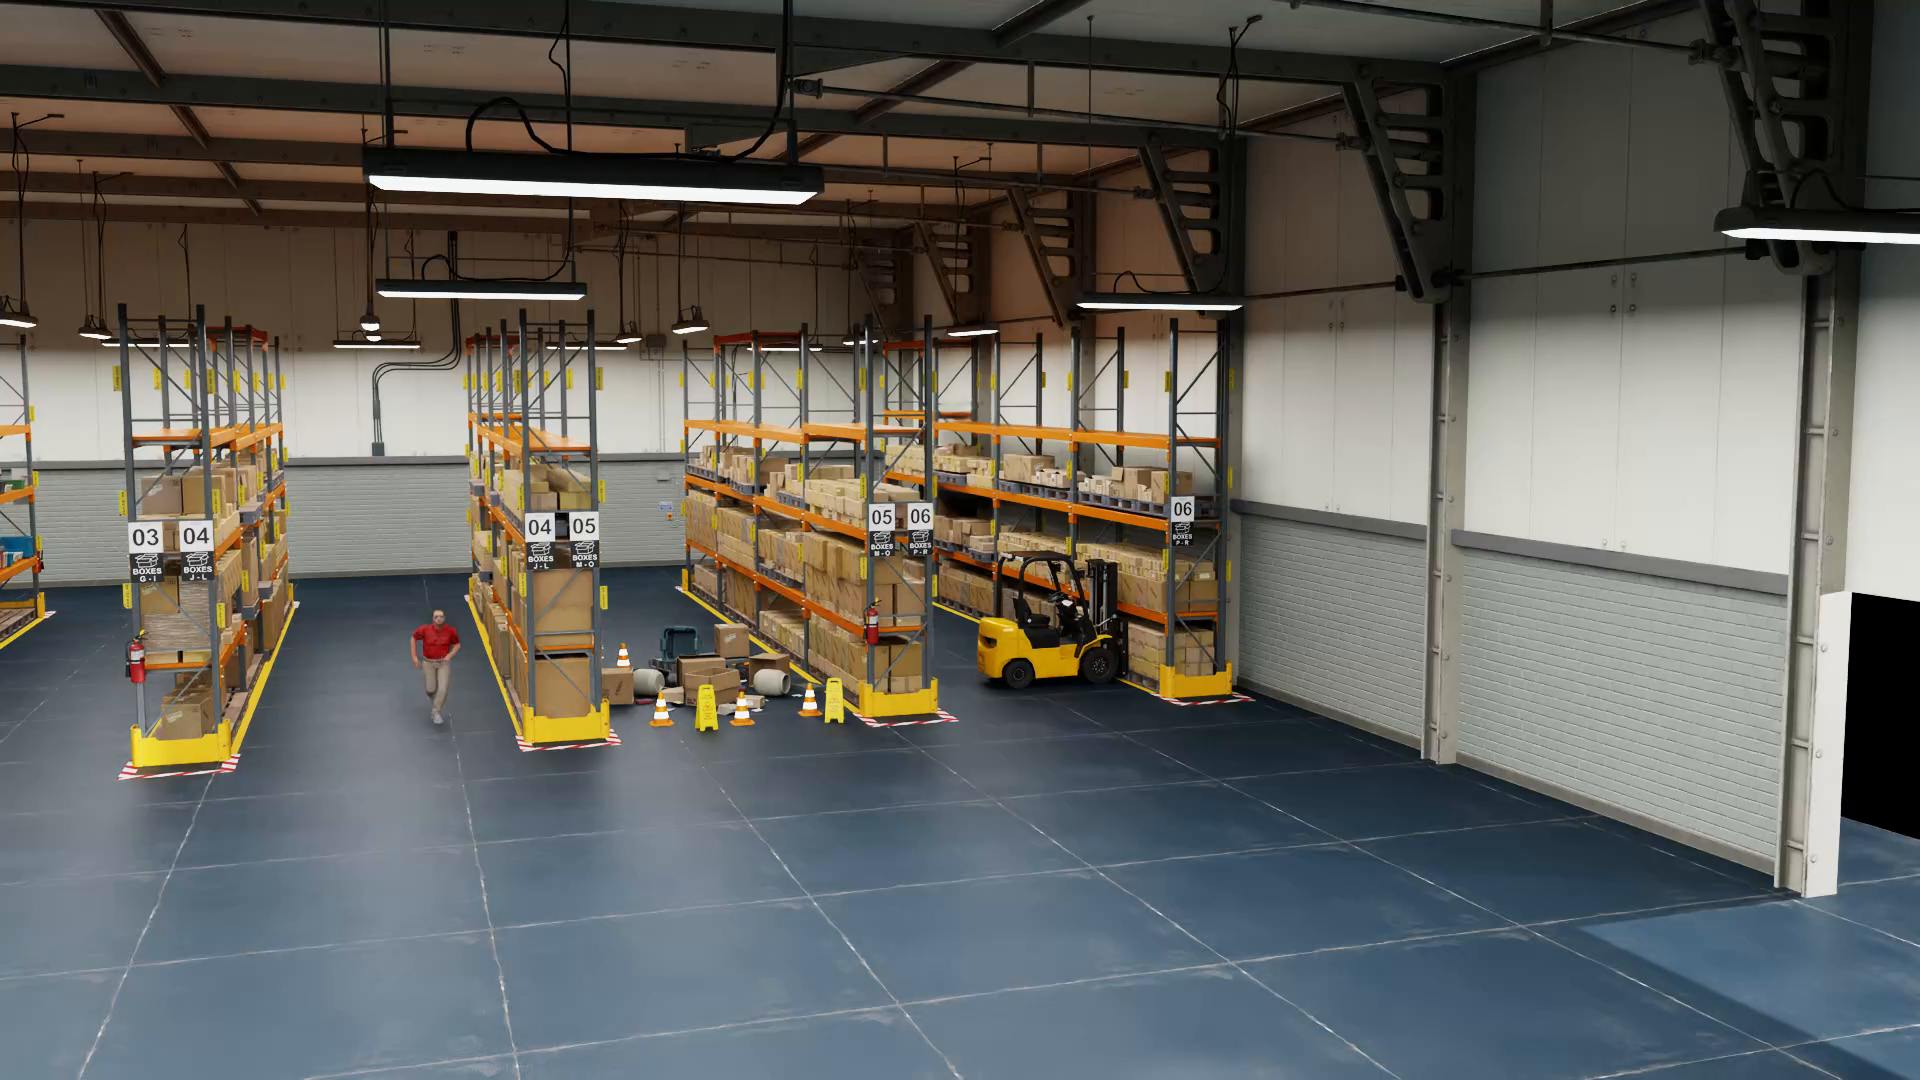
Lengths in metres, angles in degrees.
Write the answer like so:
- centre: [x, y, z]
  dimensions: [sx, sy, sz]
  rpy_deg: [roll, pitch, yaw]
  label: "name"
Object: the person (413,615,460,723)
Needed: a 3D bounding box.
- centre: [-7.758, 1.887, 24.667]
  dimensions: [0.663, 1.616, 0.578]
  rpy_deg: [-2, 6, -22]
  label: "person"
